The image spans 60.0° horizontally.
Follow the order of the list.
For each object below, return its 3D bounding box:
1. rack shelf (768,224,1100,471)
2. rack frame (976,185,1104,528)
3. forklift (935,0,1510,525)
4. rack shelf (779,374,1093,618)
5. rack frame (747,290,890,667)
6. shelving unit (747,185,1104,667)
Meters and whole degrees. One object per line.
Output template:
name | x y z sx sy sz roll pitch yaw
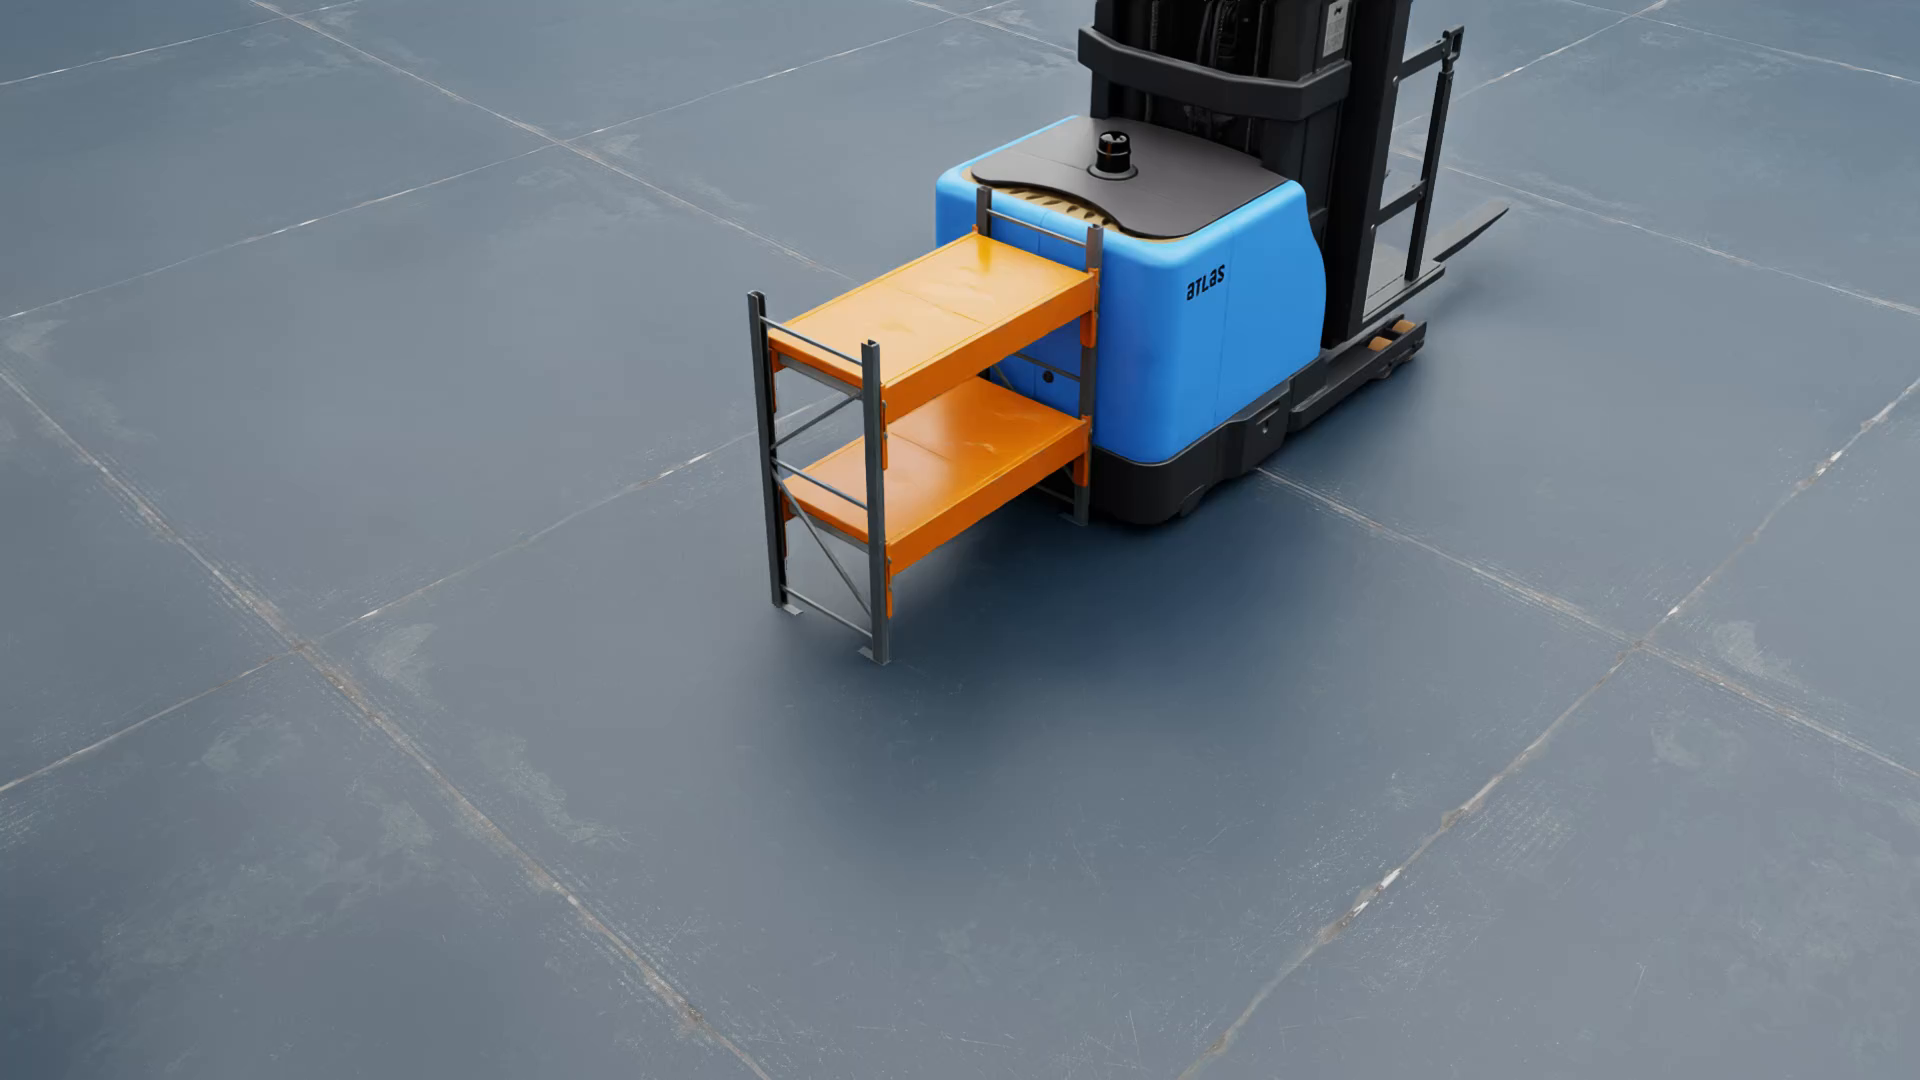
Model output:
rack shelf | -0.084 -0.624 5.150 0.538 0.278 1.000 27 43 33
rack frame | 0.251 -0.603 5.632 0.500 1.125 0.032 27 43 33
forklift | 1.249 -2.019 6.083 1.130 2.935 3.031 27 43 33
rack shelf | -0.084 -0.184 5.458 0.538 0.278 1.000 27 43 33
rack frame | -0.418 -0.165 5.004 0.500 1.125 0.032 27 43 33
shelving unit | -0.084 -0.384 5.318 0.538 1.125 1.048 27 43 33
